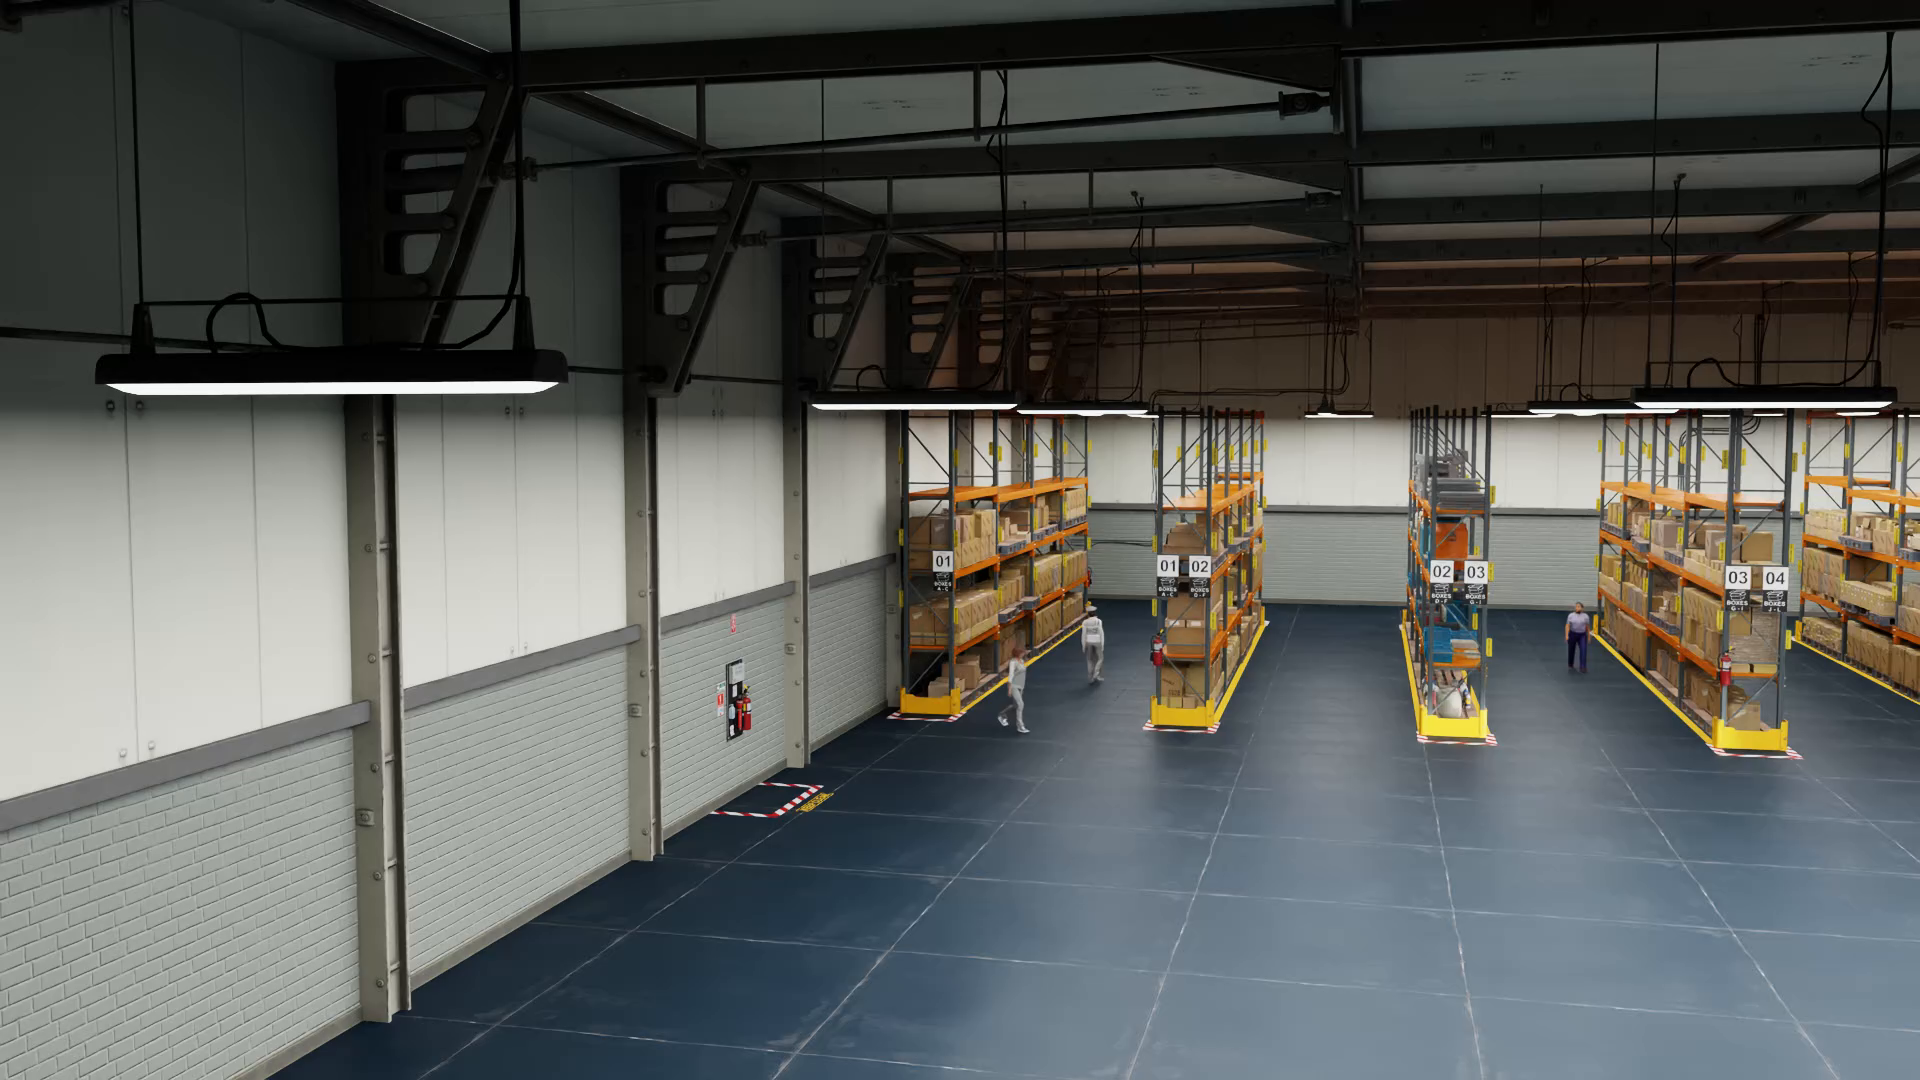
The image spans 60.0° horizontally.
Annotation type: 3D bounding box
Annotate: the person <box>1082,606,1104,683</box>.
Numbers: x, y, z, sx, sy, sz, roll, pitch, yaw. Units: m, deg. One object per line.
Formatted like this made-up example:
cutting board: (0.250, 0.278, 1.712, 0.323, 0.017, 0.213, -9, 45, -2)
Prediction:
person: (2.905, 2.289, 36.259, 0.519, 1.675, 0.488, 1, 4, 10)

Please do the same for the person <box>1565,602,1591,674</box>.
person: (14.076, 2.205, 37.862, 0.578, 1.566, 1.053, 1, 4, 11)

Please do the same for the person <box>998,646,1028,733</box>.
person: (1.006, 2.732, 30.762, 0.791, 1.563, 0.445, 3, 5, 32)
